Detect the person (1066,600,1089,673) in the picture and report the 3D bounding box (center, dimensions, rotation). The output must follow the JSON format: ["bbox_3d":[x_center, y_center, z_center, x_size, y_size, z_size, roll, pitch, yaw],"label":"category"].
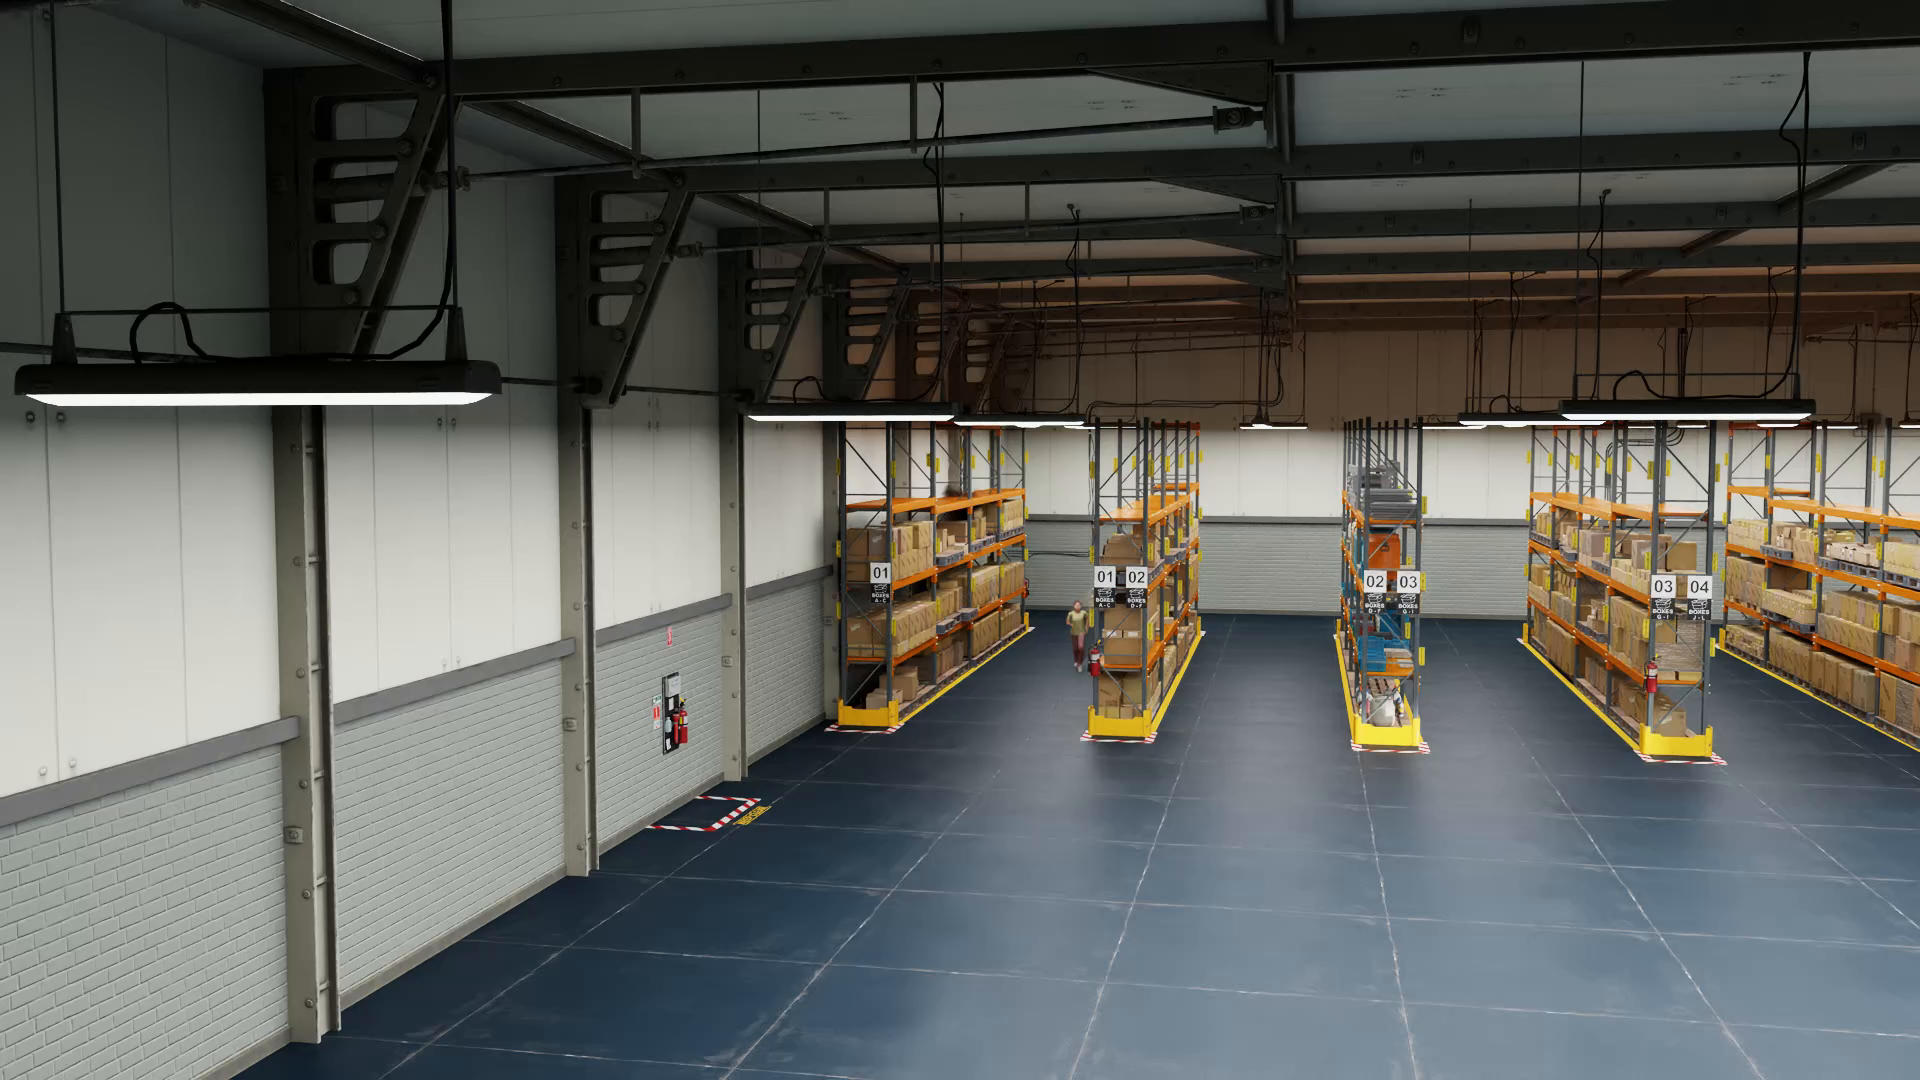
[{"bbox_3d":[2.820,2.288,39.966,0.529,1.696,0.887,1,4,11],"label":"person"}]

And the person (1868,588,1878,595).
[{"bbox_3d":[24.347,1.929,44.718,0.705,1.824,0.632,0,4,4],"label":"person"}]

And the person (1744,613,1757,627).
[{"bbox_3d":[21.584,1.997,45.172,0.521,1.612,0.662,4,5,45],"label":"person"}]
